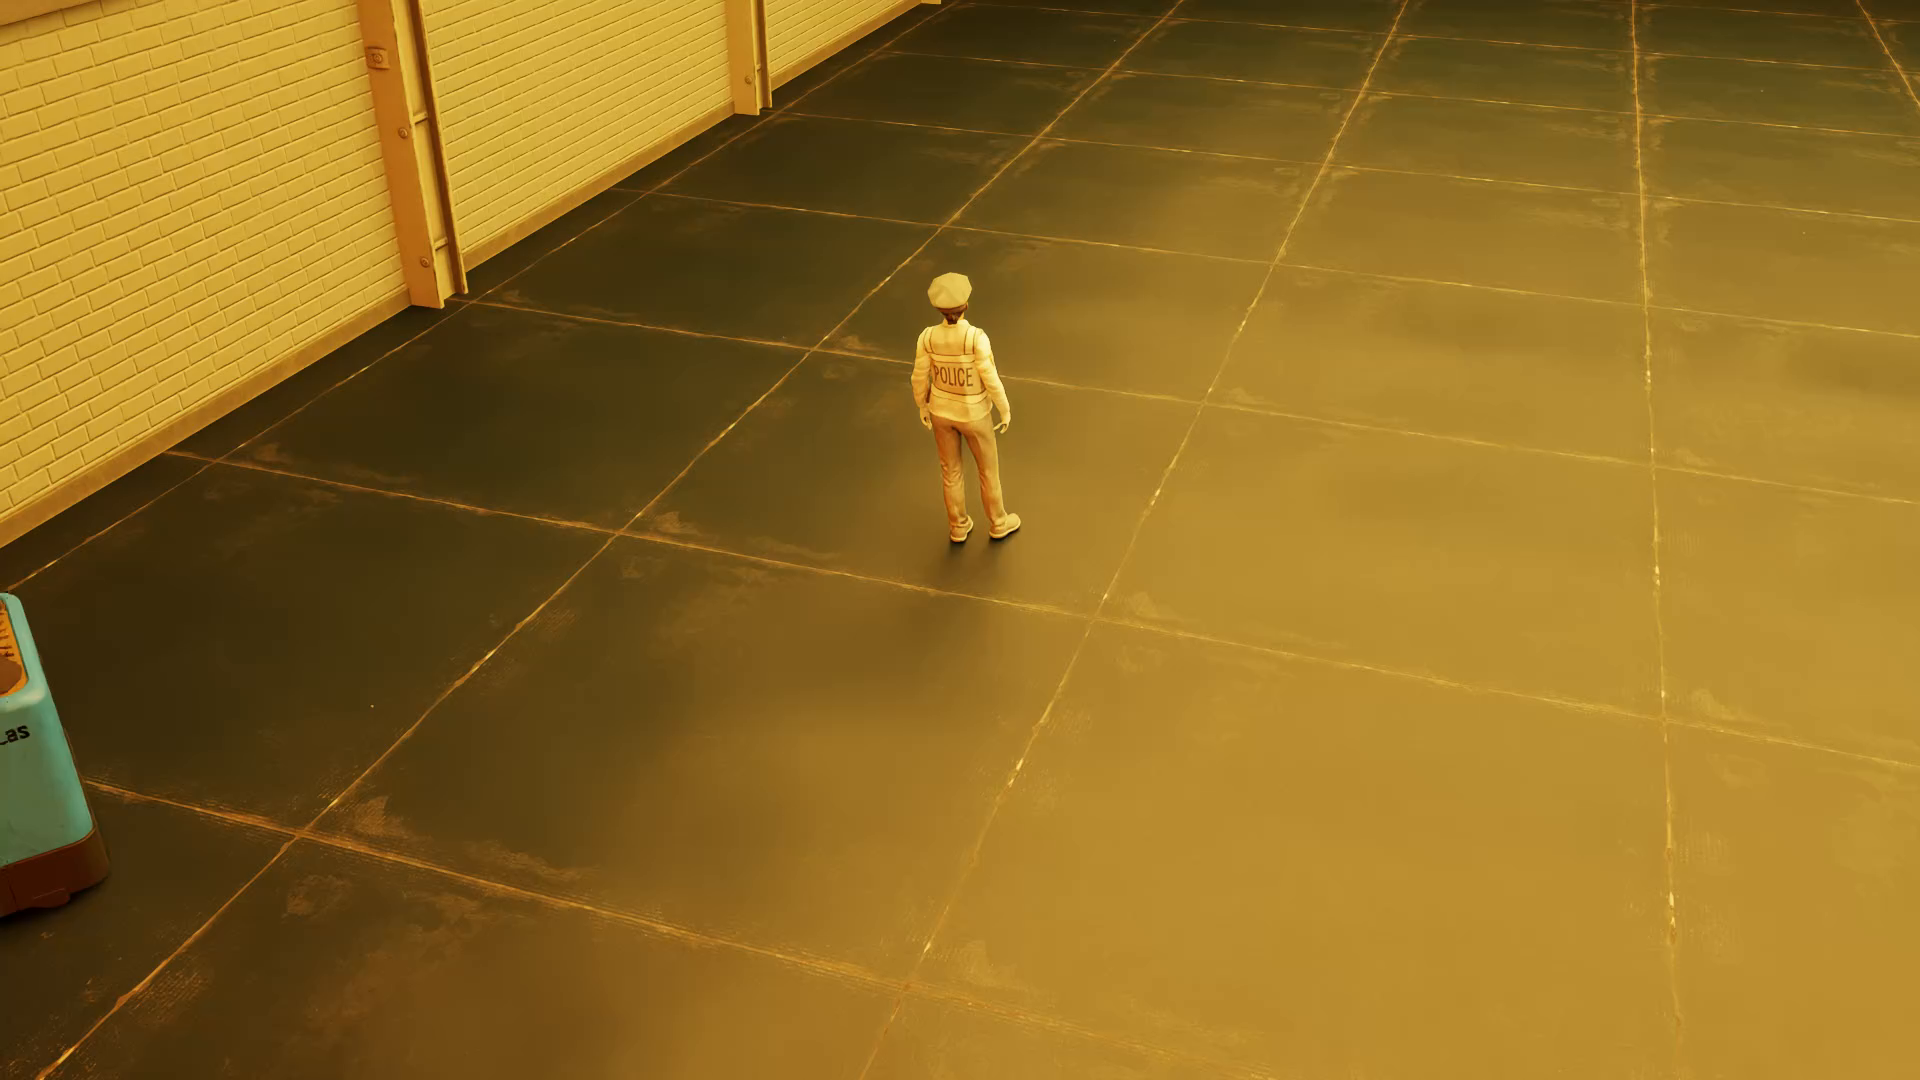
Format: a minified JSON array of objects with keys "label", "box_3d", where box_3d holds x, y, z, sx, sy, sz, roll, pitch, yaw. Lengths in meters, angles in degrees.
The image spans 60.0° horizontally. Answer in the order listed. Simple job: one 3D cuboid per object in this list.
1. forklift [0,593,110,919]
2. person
[{"label":"forklift","box_3d":[-5.283,0.478,6.298,3.031,2.935,1.130,-18,34,-29]},{"label":"person","box_3d":[0.029,-0.774,9.728,0.586,1.694,0.530,10,31,16]}]
